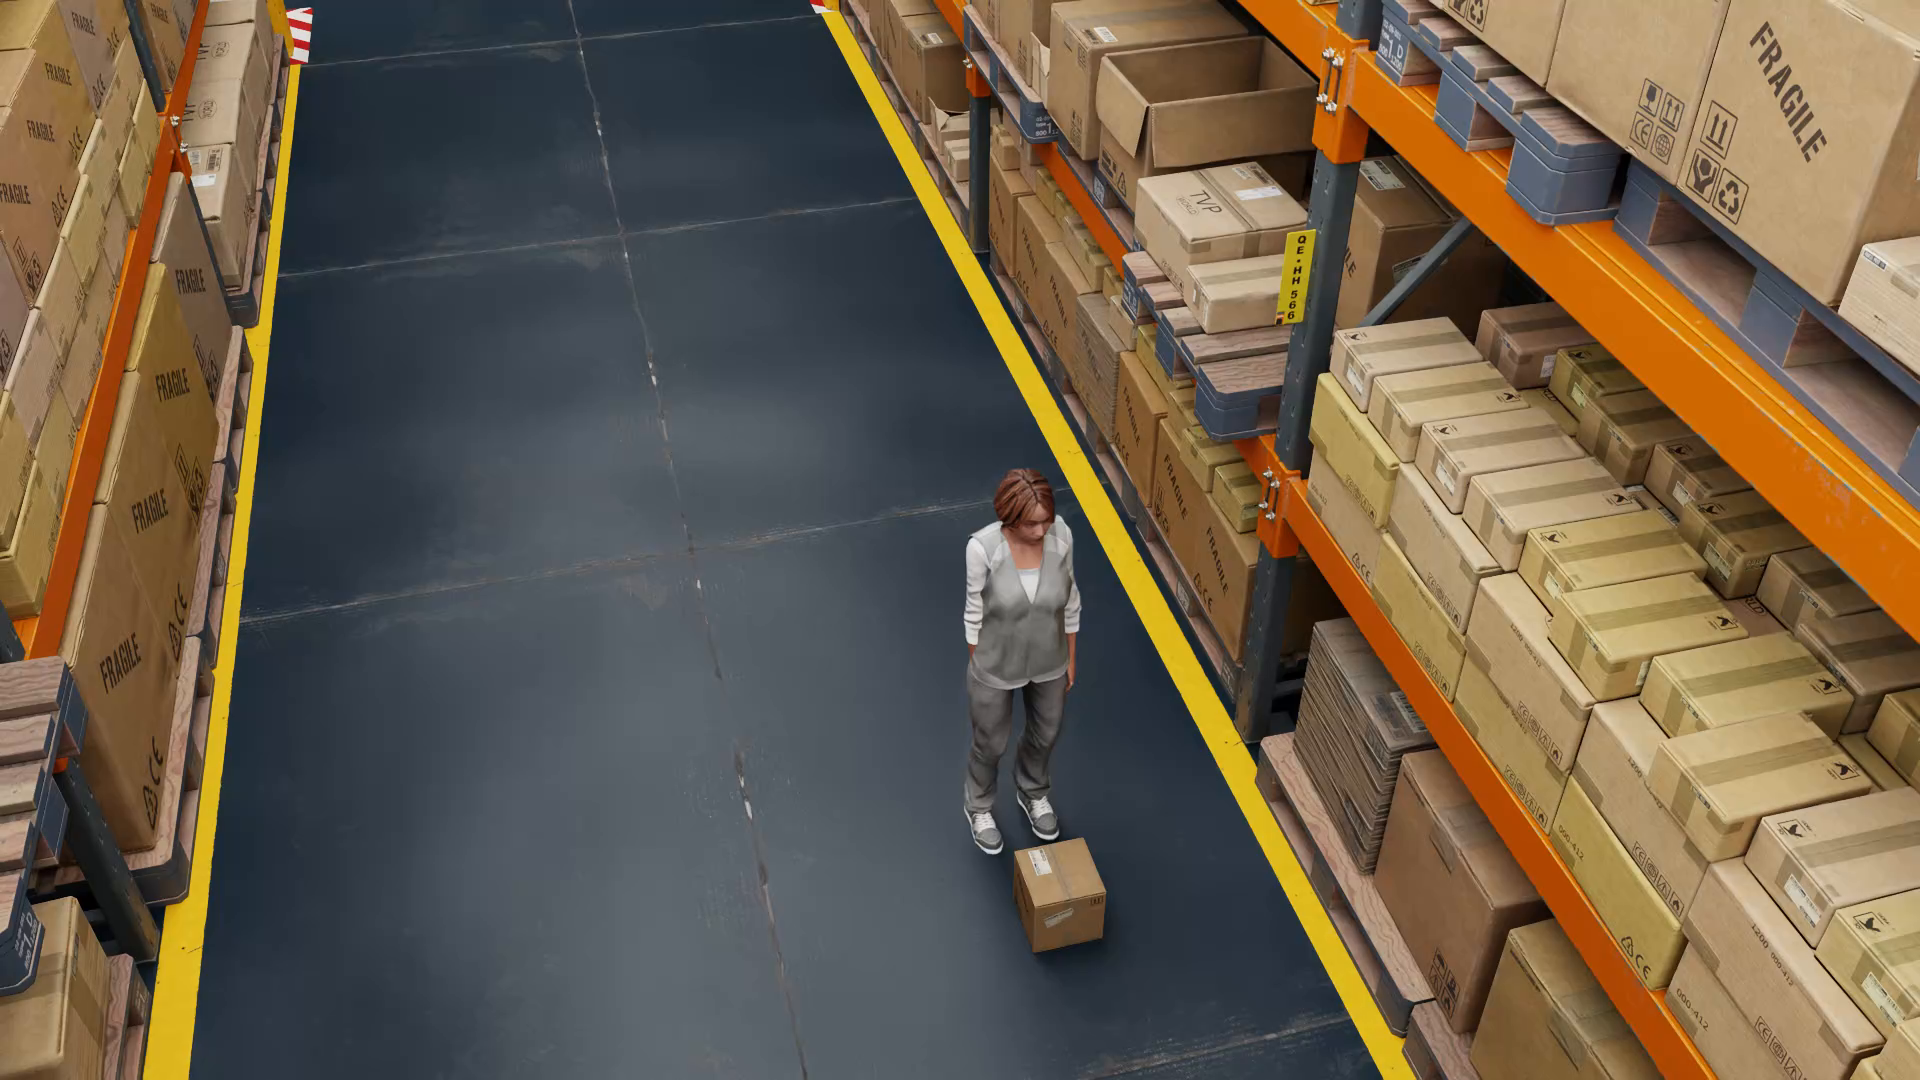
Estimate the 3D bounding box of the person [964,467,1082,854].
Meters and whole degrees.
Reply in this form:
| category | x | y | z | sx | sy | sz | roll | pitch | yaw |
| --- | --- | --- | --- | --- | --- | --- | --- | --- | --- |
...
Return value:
| category | x | y | z | sx | sy | sz | roll | pitch | yaw |
| --- | --- | --- | --- | --- | --- | --- | --- | --- | --- |
| person | 0.211 | 0.419 | 5.651 | 0.407 | 1.600 | 0.305 | -11 | 40 | -14 |
